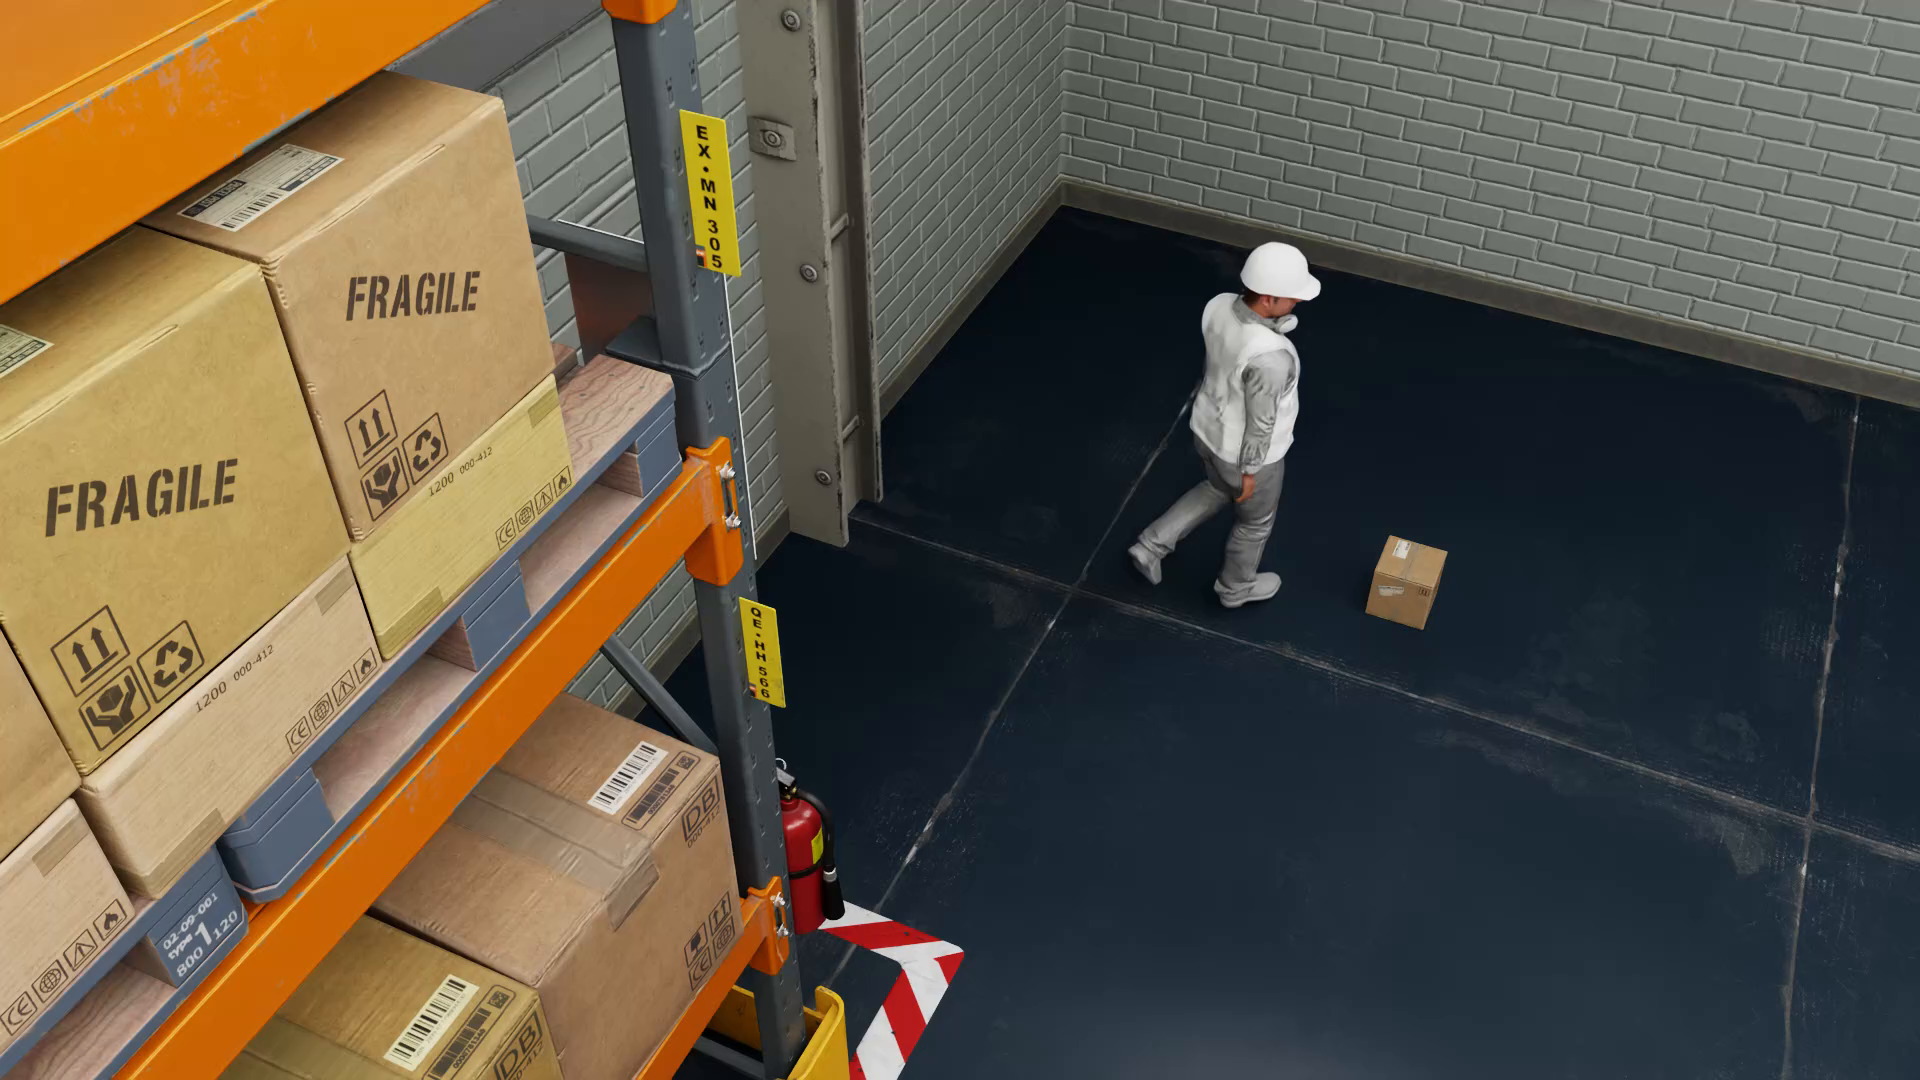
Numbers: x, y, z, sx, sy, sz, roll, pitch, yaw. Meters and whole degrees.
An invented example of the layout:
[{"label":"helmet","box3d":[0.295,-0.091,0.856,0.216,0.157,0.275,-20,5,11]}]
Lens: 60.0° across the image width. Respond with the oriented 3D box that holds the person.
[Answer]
[{"label":"person","box3d":[1.162,-0.429,6.585,0.540,1.765,0.546,-16,44,-17]}]
